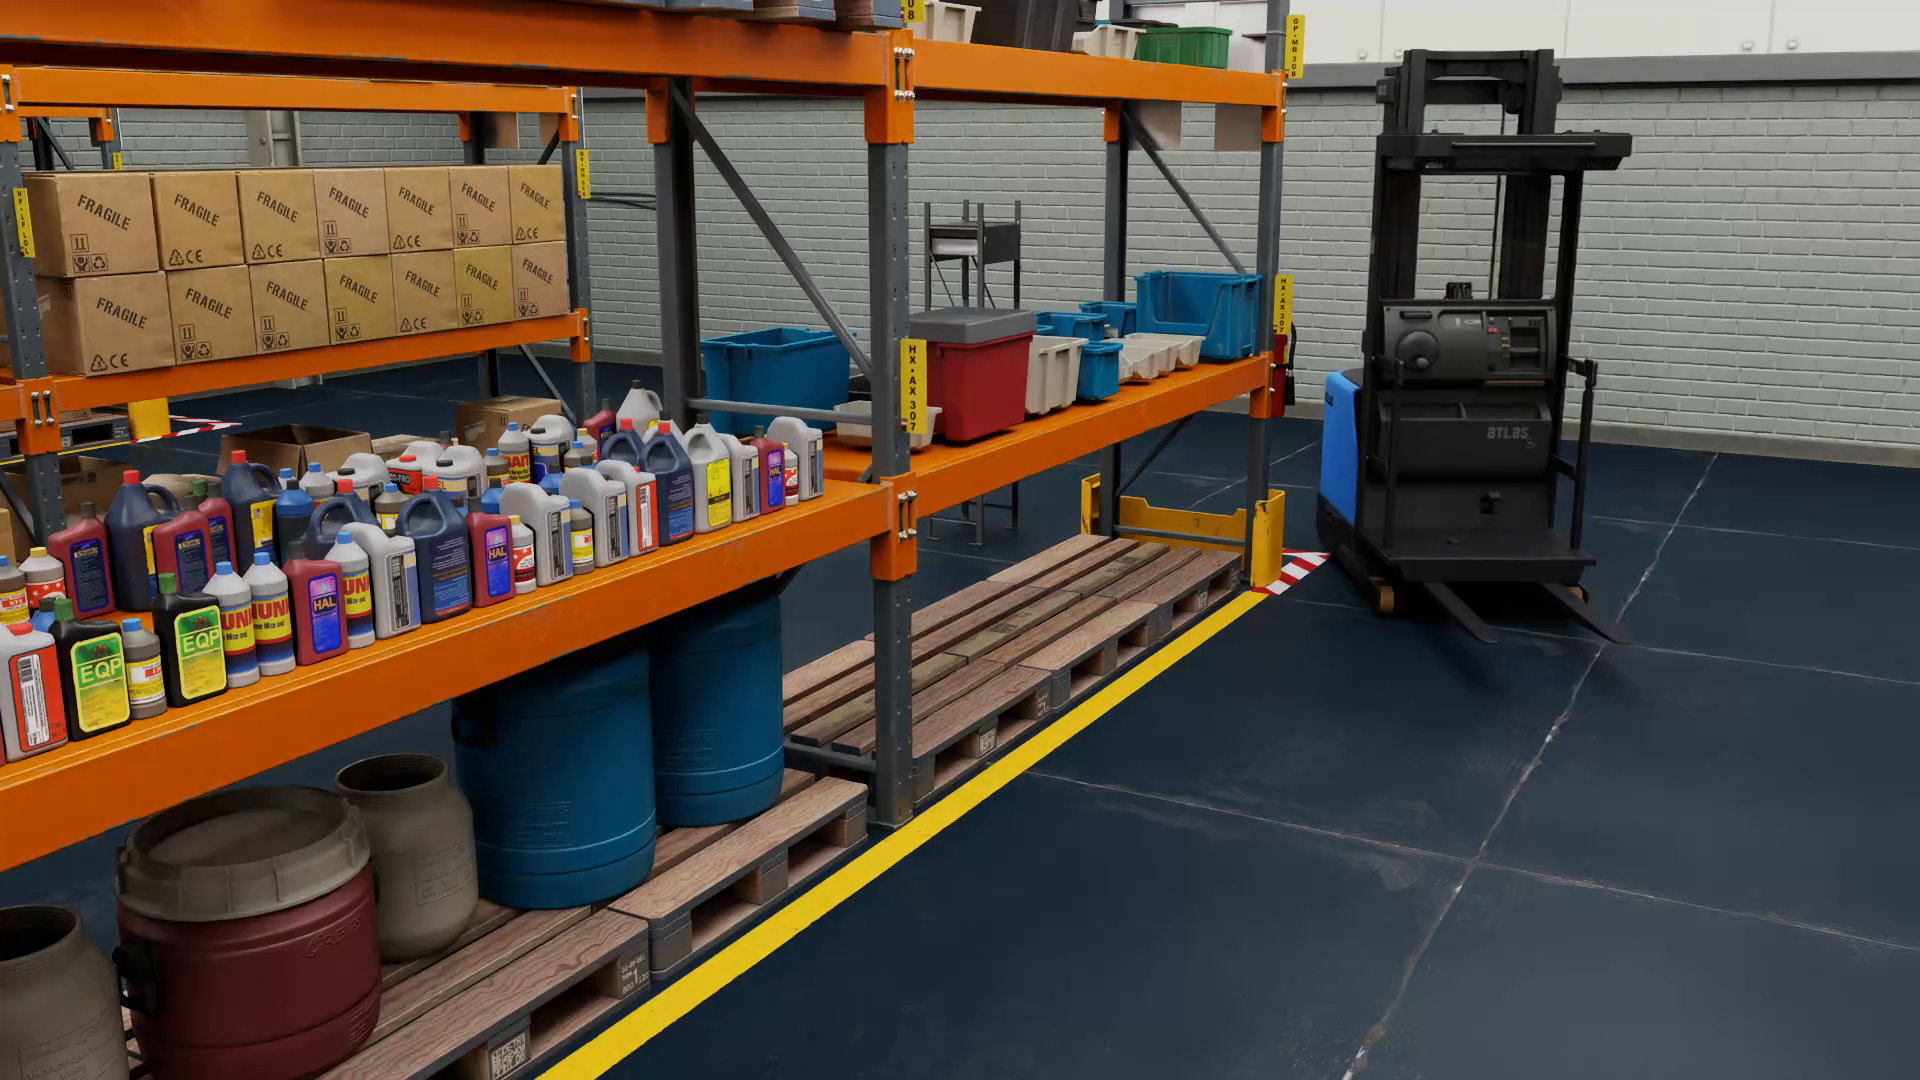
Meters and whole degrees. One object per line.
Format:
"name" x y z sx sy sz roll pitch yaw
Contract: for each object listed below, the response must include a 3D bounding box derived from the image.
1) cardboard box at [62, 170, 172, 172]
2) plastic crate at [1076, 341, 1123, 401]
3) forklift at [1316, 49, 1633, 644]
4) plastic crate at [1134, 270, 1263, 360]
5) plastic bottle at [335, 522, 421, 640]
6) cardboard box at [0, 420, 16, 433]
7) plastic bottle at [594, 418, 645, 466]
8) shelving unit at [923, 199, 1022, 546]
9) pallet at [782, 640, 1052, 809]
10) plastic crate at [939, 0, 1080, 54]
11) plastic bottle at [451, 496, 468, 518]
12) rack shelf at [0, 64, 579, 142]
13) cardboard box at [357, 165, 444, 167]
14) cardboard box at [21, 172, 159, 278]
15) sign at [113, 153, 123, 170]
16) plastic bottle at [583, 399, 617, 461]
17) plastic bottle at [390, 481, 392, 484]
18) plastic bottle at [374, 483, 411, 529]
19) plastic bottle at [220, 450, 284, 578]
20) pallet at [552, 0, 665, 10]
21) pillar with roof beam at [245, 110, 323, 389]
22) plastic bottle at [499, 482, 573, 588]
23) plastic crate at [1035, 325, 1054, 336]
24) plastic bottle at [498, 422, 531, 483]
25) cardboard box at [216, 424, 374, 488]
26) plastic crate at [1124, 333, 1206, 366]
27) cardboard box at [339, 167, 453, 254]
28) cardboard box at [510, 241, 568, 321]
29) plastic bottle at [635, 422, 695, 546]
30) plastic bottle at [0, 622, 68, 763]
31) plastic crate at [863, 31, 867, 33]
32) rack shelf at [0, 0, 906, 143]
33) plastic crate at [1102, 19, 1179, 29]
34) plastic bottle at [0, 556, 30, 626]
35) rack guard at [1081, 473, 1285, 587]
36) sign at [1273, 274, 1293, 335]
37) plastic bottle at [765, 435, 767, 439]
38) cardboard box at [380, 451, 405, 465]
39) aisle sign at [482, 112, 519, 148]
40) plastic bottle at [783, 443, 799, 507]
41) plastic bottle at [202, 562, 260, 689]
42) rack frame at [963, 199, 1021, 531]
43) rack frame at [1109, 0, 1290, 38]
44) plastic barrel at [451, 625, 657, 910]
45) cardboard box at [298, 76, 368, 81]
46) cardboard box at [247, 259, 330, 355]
"cardboard box" -4.712 -1.793 9.225 0.500 0.500 0.500 7 15 27
"plastic crate" 0.525 -0.776 7.582 0.416 0.233 0.300 7 15 28
"forklift" 2.761 -1.091 8.807 1.130 2.935 3.031 0 14 1
"plastic crate" 1.295 -1.235 9.053 0.616 0.435 0.499 7 15 28
"plastic bottle" -1.412 0.086 4.040 0.152 0.276 0.135 7 15 28
"cardboard box" -7.872 -1.132 13.268 0.700 0.500 0.500 7 15 28
"plastic bottle" -1.014 -0.187 5.013 0.144 0.351 0.185 7 15 28
"shelving unit" 0.080 -1.055 10.428 0.431 2.100 0.503 7 15 28
"pallet" -0.319 0.742 7.004 1.003 0.211 1.213 7 15 28
"plastic crate" 0.200 -2.076 6.625 0.497 0.269 0.590 7 15 28
"plastic bottle" -1.296 0.023 4.313 0.097 0.271 0.097 0 14 0
"rack shelf" -4.008 -2.539 9.799 1.077 0.370 4.000 7 15 28
"cardboard box" -3.733 -2.206 10.937 0.500 0.500 0.500 8 15 29
"cardboard box" -4.501 -1.619 8.504 0.500 0.500 0.500 8 16 29
"sign" -6.911 -3.015 13.663 0.100 0.325 0.005 7 15 28
"plastic bottle" -1.256 -0.347 5.822 0.061 0.283 0.133 7 15 28
"plastic bottle" -1.726 -0.099 4.968 0.097 0.201 0.097 0 14 0
"plastic bottle" -1.639 -0.062 4.814 0.097 0.201 0.097 0 14 0
"plastic bottle" -1.932 -0.072 4.539 0.144 0.351 0.185 7 15 28
"pallet" -1.480 -1.420 4.024 1.003 0.211 1.213 7 15 28
"pillar with roof beam" -3.063 -5.482 14.071 9.100 9.000 0.400 7 15 28
"plastic bottle" -1.146 -0.027 4.509 0.152 0.276 0.135 7 15 28
"plastic crate" 0.249 -0.943 8.274 0.416 0.233 0.300 7 15 28
"plastic bottle" -1.455 -0.248 5.436 0.097 0.271 0.097 0 14 0
"cardboard box" -4.071 -0.406 10.207 0.797 0.503 0.637 7 15 28
"plastic crate" 1.057 -0.992 8.682 0.396 0.136 0.243 7 15 28
"cardboard box" -3.506 -2.042 10.258 0.500 0.500 0.500 8 16 30
"cardboard box" -3.020 -1.767 11.248 0.500 0.500 0.500 8 16 30
"plastic bottle" -0.888 -0.170 4.946 0.144 0.351 0.185 7 15 28
"plastic bottle" -1.859 0.276 3.254 0.152 0.276 0.135 7 15 28
"plastic crate" -0.480 -2.058 6.626 0.416 0.233 0.300 7 15 28
"rack shelf" -1.607 -1.156 4.064 1.077 0.370 4.000 7 15 28
"plastic crate" 0.863 -2.626 8.904 0.497 0.269 0.590 7 15 28
"plastic bottle" -2.287 0.139 3.980 0.097 0.201 0.097 0 14 0
"rack guard" 1.293 -0.070 9.757 1.175 0.500 0.348 7 15 28
"sign" 1.782 -1.299 9.173 0.100 0.325 0.005 7 15 28
"plastic bottle" -0.666 -0.254 5.612 0.097 0.201 0.097 0 14 0
"cardboard box" -3.574 -0.387 10.666 0.500 0.250 0.500 7 15 28
"aisle sign" -3.265 -3.152 11.660 0.394 0.787 0.004 7 15 28
"plastic bottle" -0.580 -0.217 5.458 0.097 0.201 0.097 0 14 0
"plastic bottle" -1.602 0.183 3.650 0.097 0.271 0.097 0 14 0
"rack frame" 0.198 -1.105 10.636 0.400 2.100 0.015 7 15 28
"rack frame" 1.293 -4.195 8.734 1.000 3.000 0.127 7 15 28
"plastic barrel" -1.261 0.613 5.172 0.600 0.901 0.708 7 15 28
"cardboard box" -3.796 -2.785 9.603 0.500 0.250 0.500 7 15 28
"cardboard box" -4.001 -1.350 9.520 0.500 0.500 0.500 7 15 28
